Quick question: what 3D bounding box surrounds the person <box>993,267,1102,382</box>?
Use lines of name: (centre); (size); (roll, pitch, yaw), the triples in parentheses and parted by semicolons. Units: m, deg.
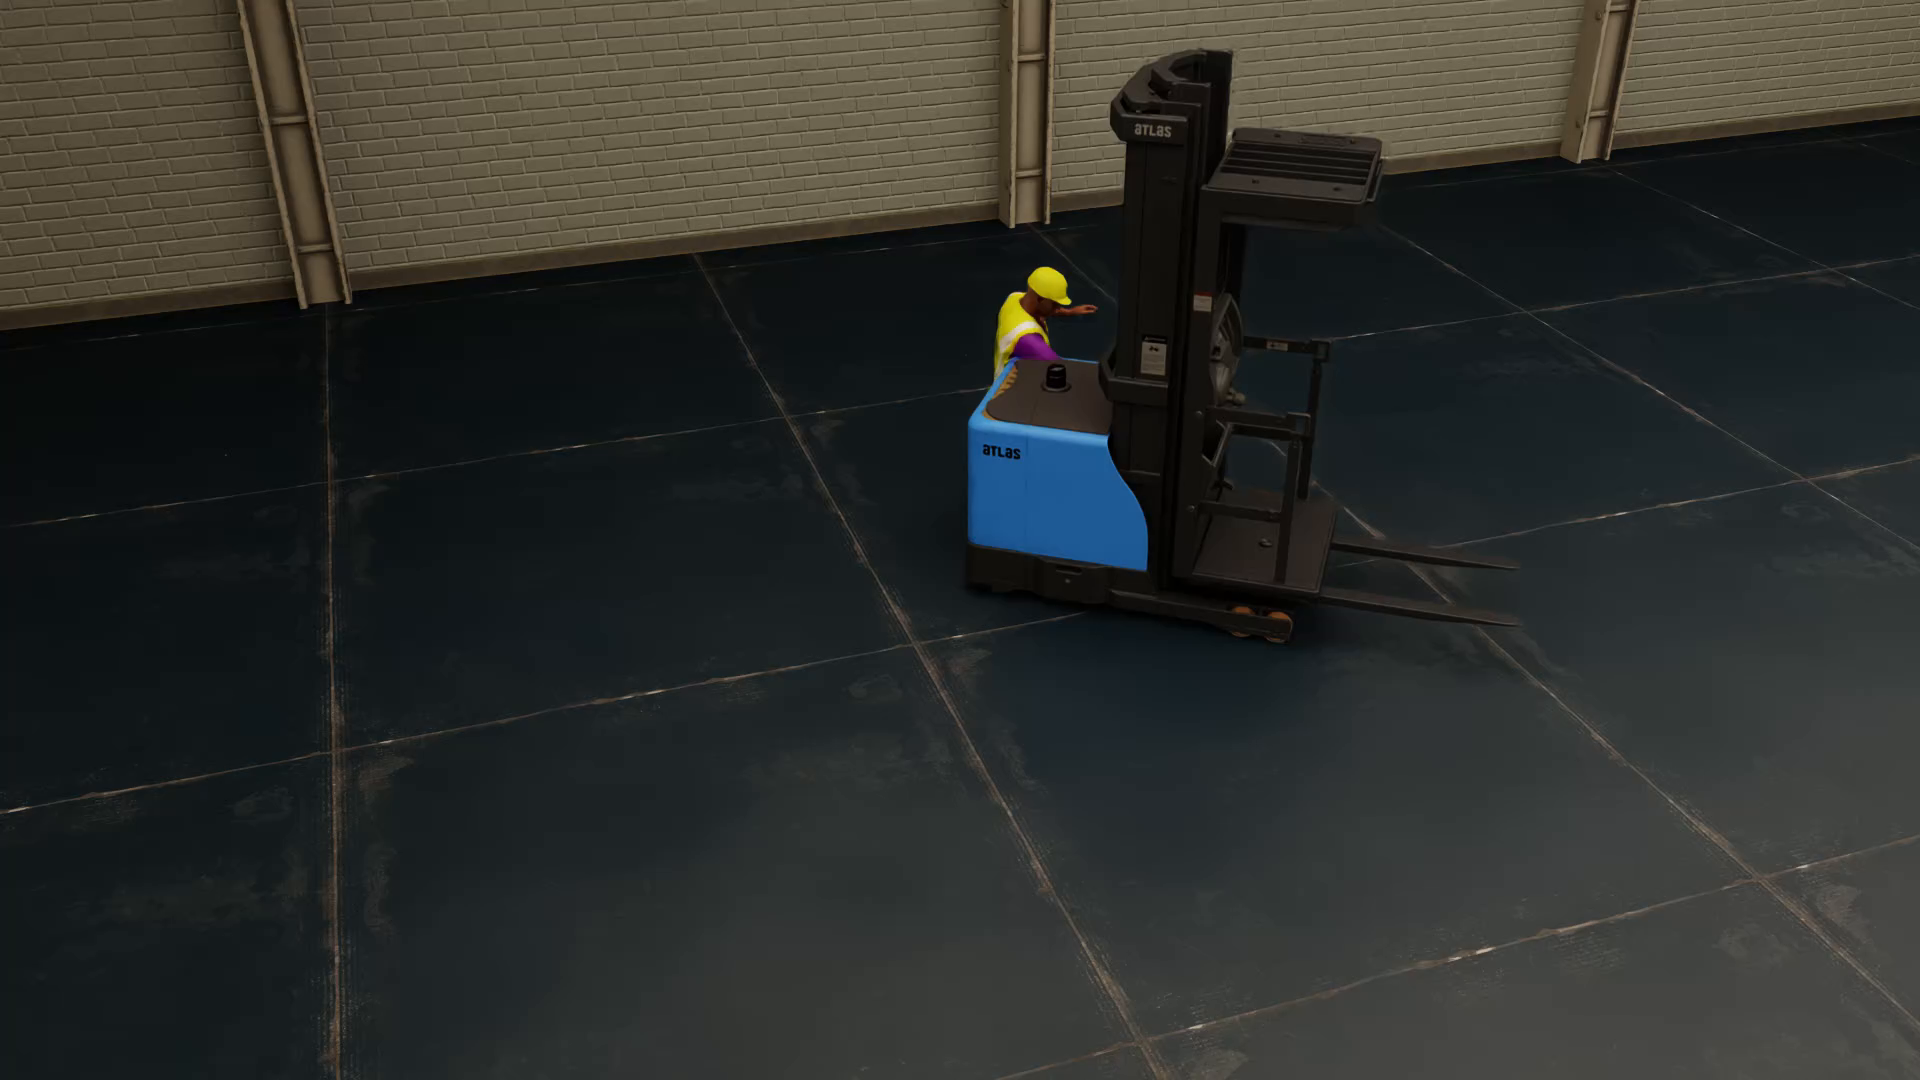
person: (0.596, -0.958, 10.114); (0.791, 1.525, 1.007); (0, 30, 0)

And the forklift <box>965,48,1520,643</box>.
forklift: (1.604, -1.007, 8.837); (3.031, 2.935, 1.130); (9, 31, 15)
